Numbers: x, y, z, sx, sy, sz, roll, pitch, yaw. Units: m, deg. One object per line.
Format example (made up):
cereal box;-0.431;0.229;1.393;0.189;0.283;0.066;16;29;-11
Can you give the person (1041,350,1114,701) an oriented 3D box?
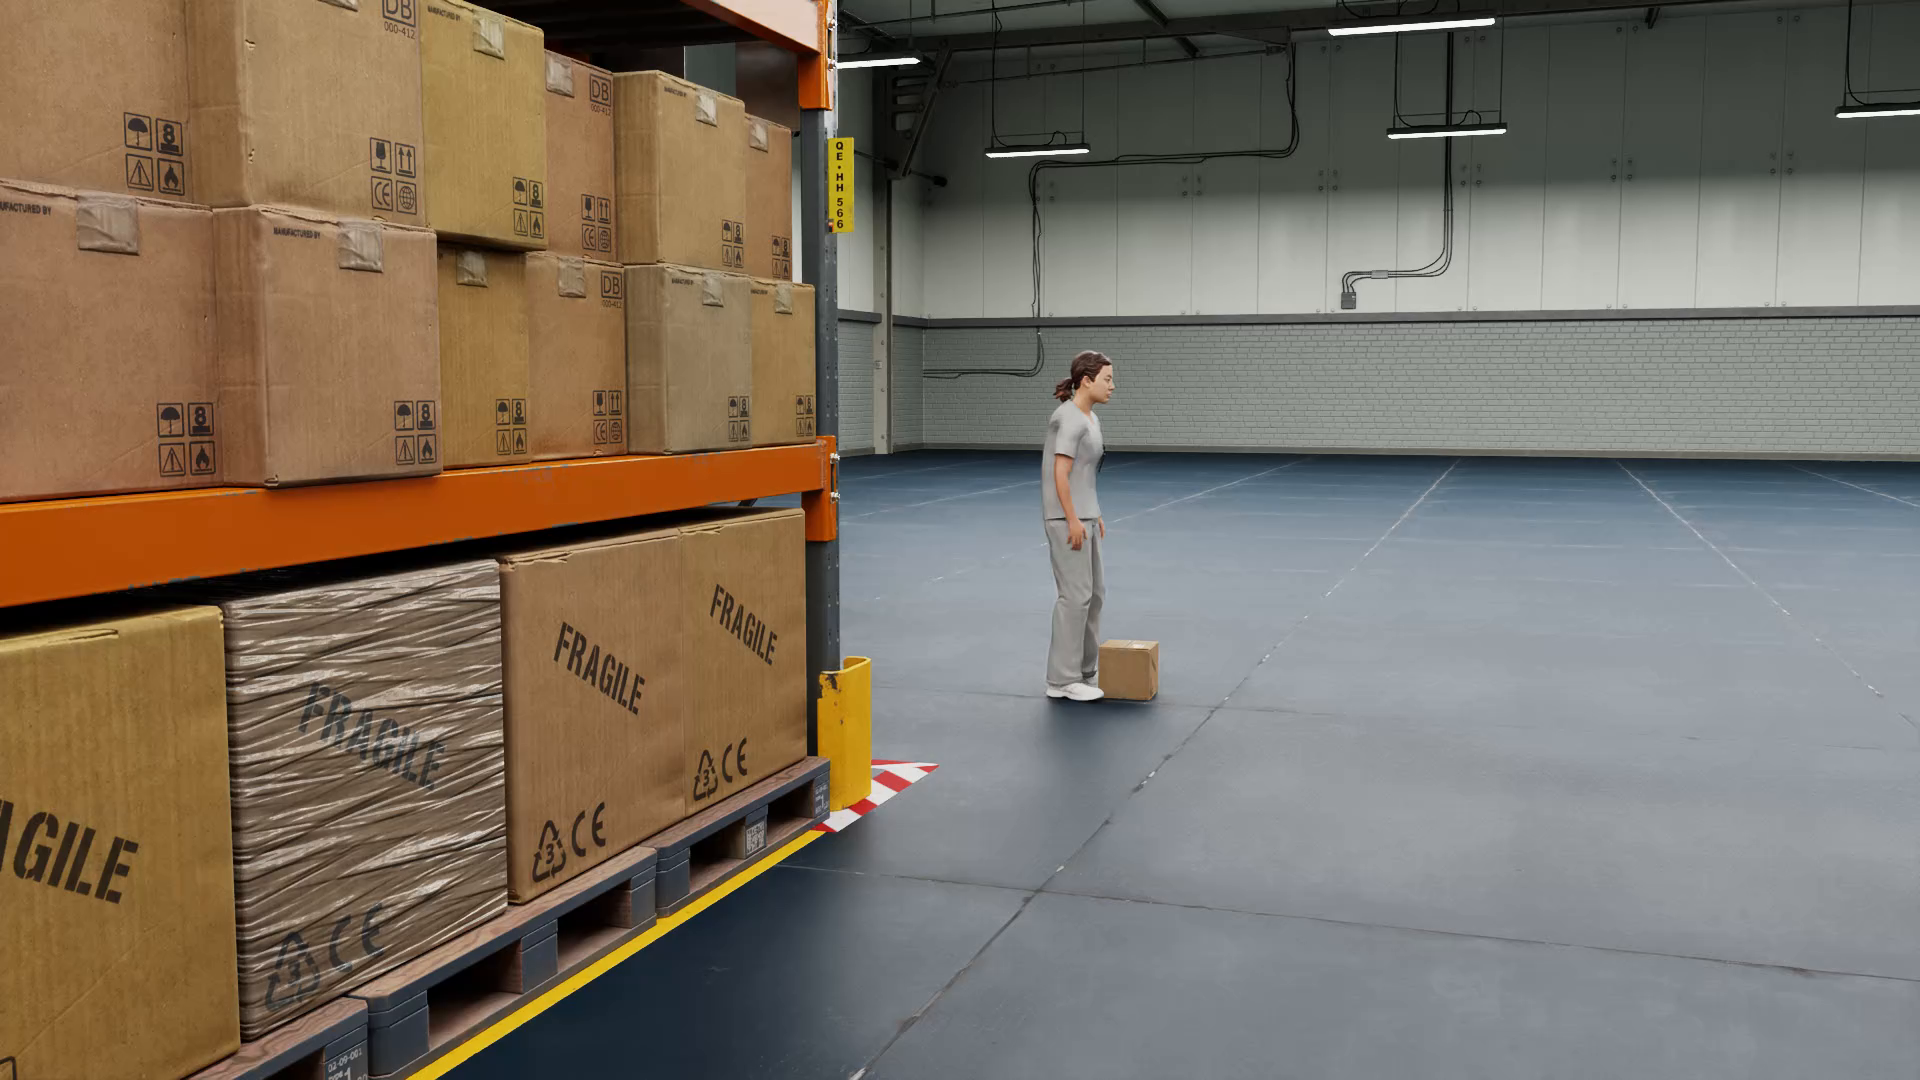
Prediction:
person;0.584;-0.083;8.103;0.357;1.673;0.486;2;6;19
